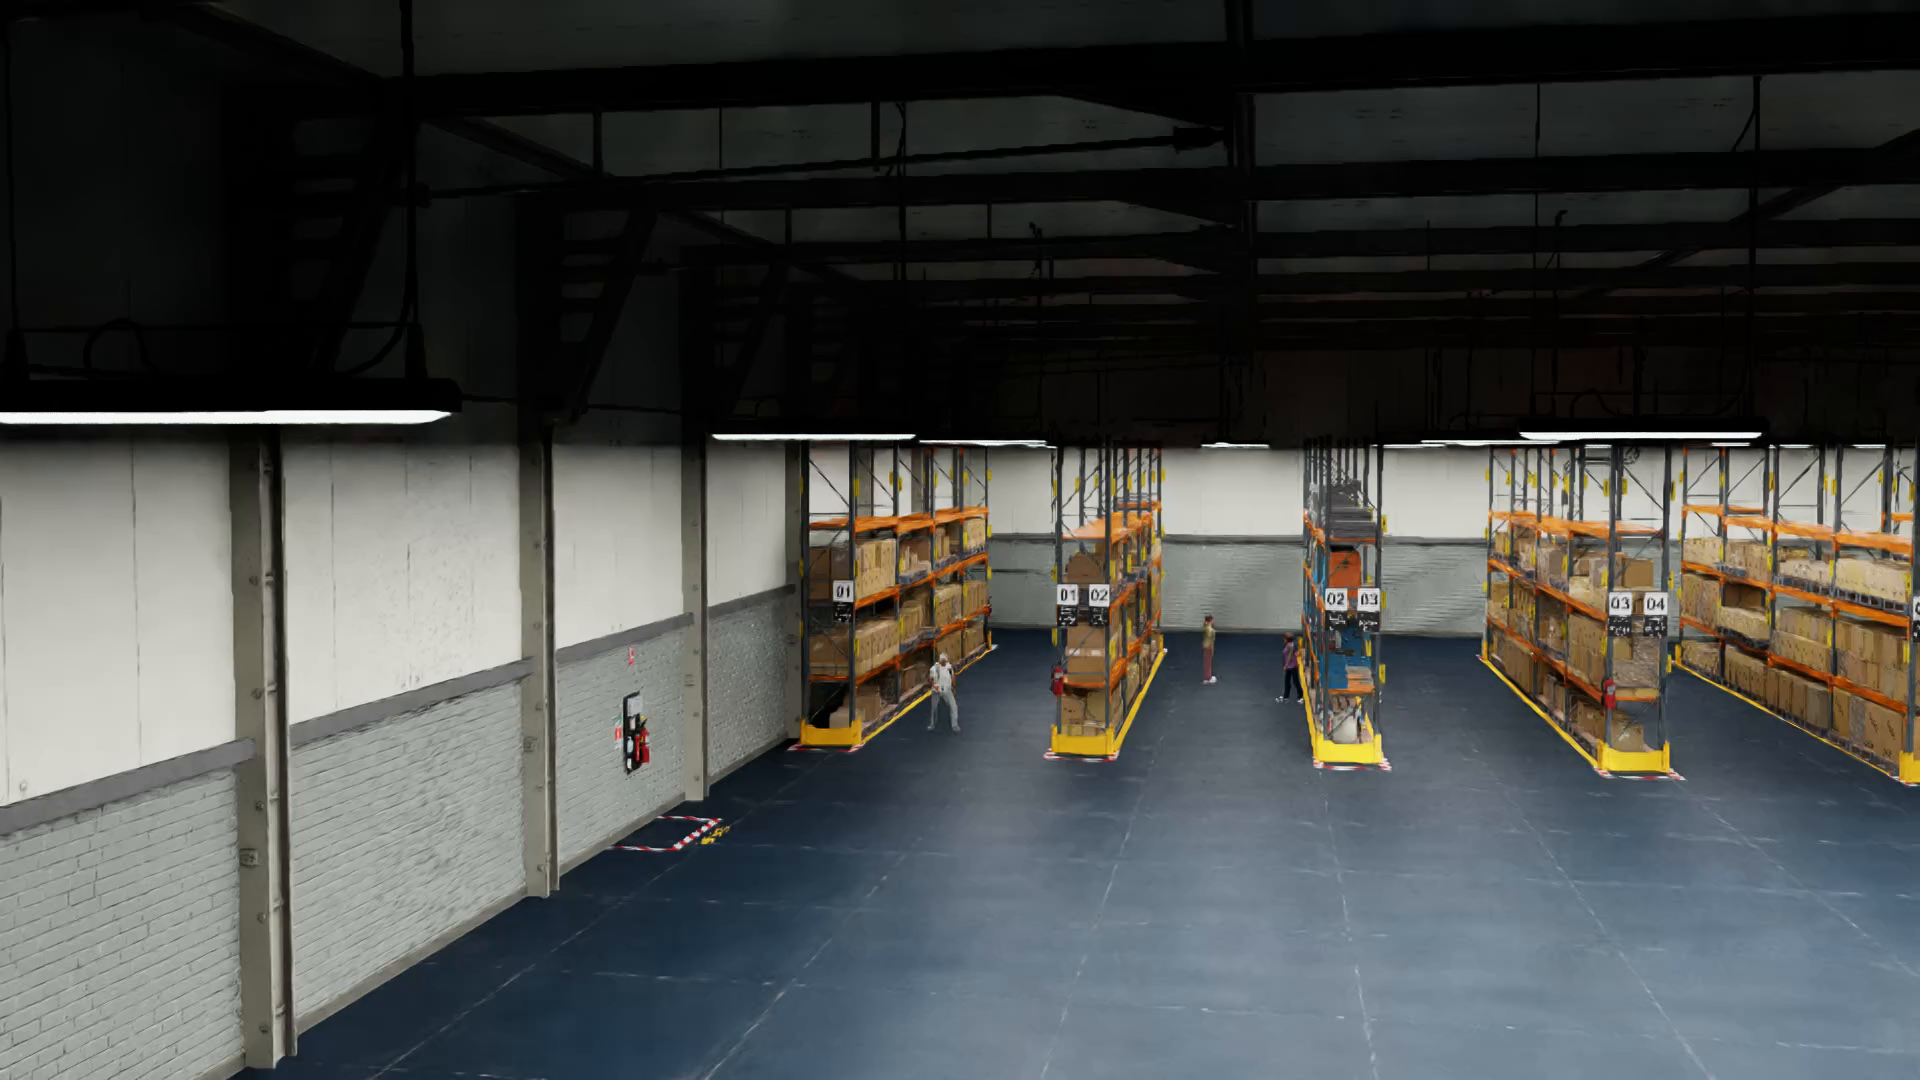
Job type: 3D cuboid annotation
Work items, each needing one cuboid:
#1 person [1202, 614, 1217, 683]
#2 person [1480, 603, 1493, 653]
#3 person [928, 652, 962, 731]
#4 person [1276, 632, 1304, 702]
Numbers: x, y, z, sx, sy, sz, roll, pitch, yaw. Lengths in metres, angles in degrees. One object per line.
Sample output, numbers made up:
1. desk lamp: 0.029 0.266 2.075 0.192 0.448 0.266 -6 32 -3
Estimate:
1. person: 6.160 2.655 40.917 0.457 1.675 0.532 -1 3 -13
2. person: 14.973 2.304 46.692 0.733 1.762 0.566 -3 4 -41
3. person: -0.343 3.080 33.985 0.655 1.607 0.767 -1 3 -10
4. person: 7.508 2.879 37.724 0.575 1.578 0.514 0 3 -5
